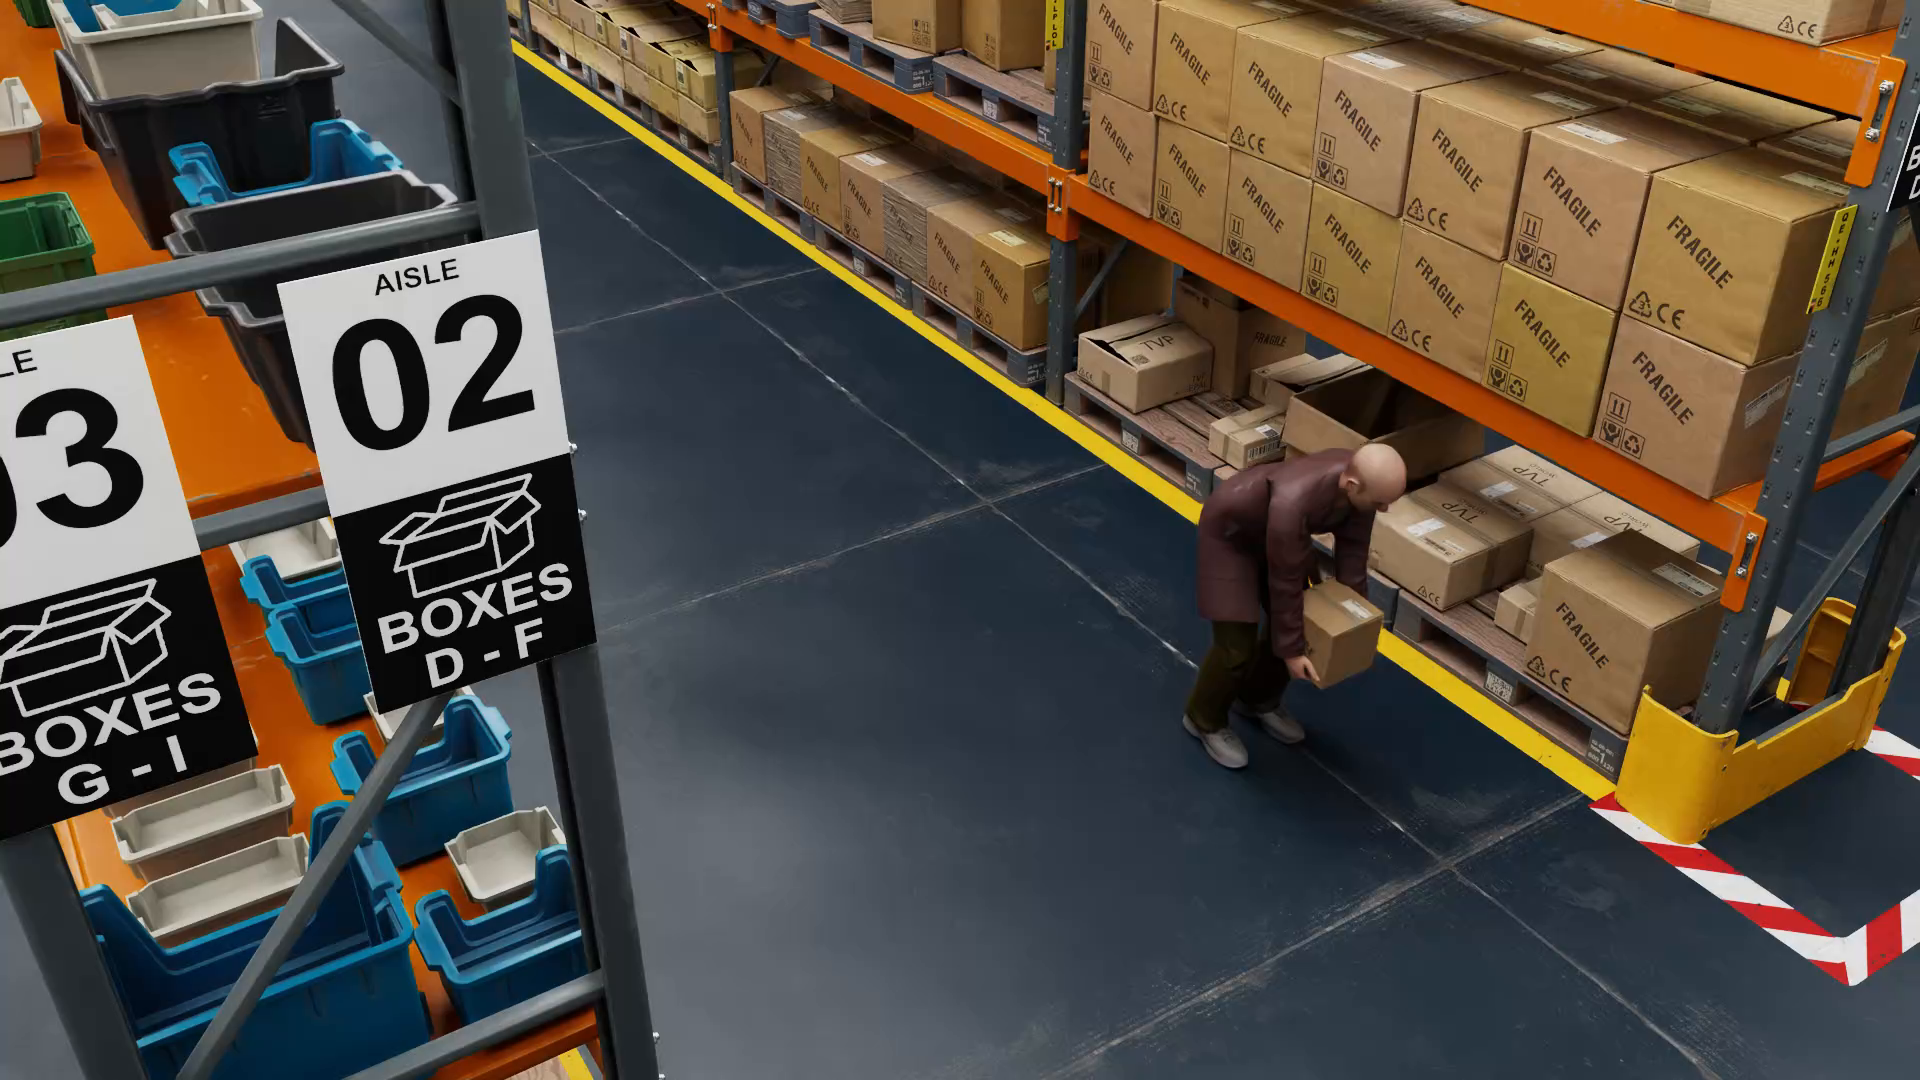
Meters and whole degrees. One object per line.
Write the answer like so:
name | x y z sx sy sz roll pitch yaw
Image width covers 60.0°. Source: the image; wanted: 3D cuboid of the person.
person | 1.205 0.206 6.081 0.555 1.509 0.806 -20 37 -28
